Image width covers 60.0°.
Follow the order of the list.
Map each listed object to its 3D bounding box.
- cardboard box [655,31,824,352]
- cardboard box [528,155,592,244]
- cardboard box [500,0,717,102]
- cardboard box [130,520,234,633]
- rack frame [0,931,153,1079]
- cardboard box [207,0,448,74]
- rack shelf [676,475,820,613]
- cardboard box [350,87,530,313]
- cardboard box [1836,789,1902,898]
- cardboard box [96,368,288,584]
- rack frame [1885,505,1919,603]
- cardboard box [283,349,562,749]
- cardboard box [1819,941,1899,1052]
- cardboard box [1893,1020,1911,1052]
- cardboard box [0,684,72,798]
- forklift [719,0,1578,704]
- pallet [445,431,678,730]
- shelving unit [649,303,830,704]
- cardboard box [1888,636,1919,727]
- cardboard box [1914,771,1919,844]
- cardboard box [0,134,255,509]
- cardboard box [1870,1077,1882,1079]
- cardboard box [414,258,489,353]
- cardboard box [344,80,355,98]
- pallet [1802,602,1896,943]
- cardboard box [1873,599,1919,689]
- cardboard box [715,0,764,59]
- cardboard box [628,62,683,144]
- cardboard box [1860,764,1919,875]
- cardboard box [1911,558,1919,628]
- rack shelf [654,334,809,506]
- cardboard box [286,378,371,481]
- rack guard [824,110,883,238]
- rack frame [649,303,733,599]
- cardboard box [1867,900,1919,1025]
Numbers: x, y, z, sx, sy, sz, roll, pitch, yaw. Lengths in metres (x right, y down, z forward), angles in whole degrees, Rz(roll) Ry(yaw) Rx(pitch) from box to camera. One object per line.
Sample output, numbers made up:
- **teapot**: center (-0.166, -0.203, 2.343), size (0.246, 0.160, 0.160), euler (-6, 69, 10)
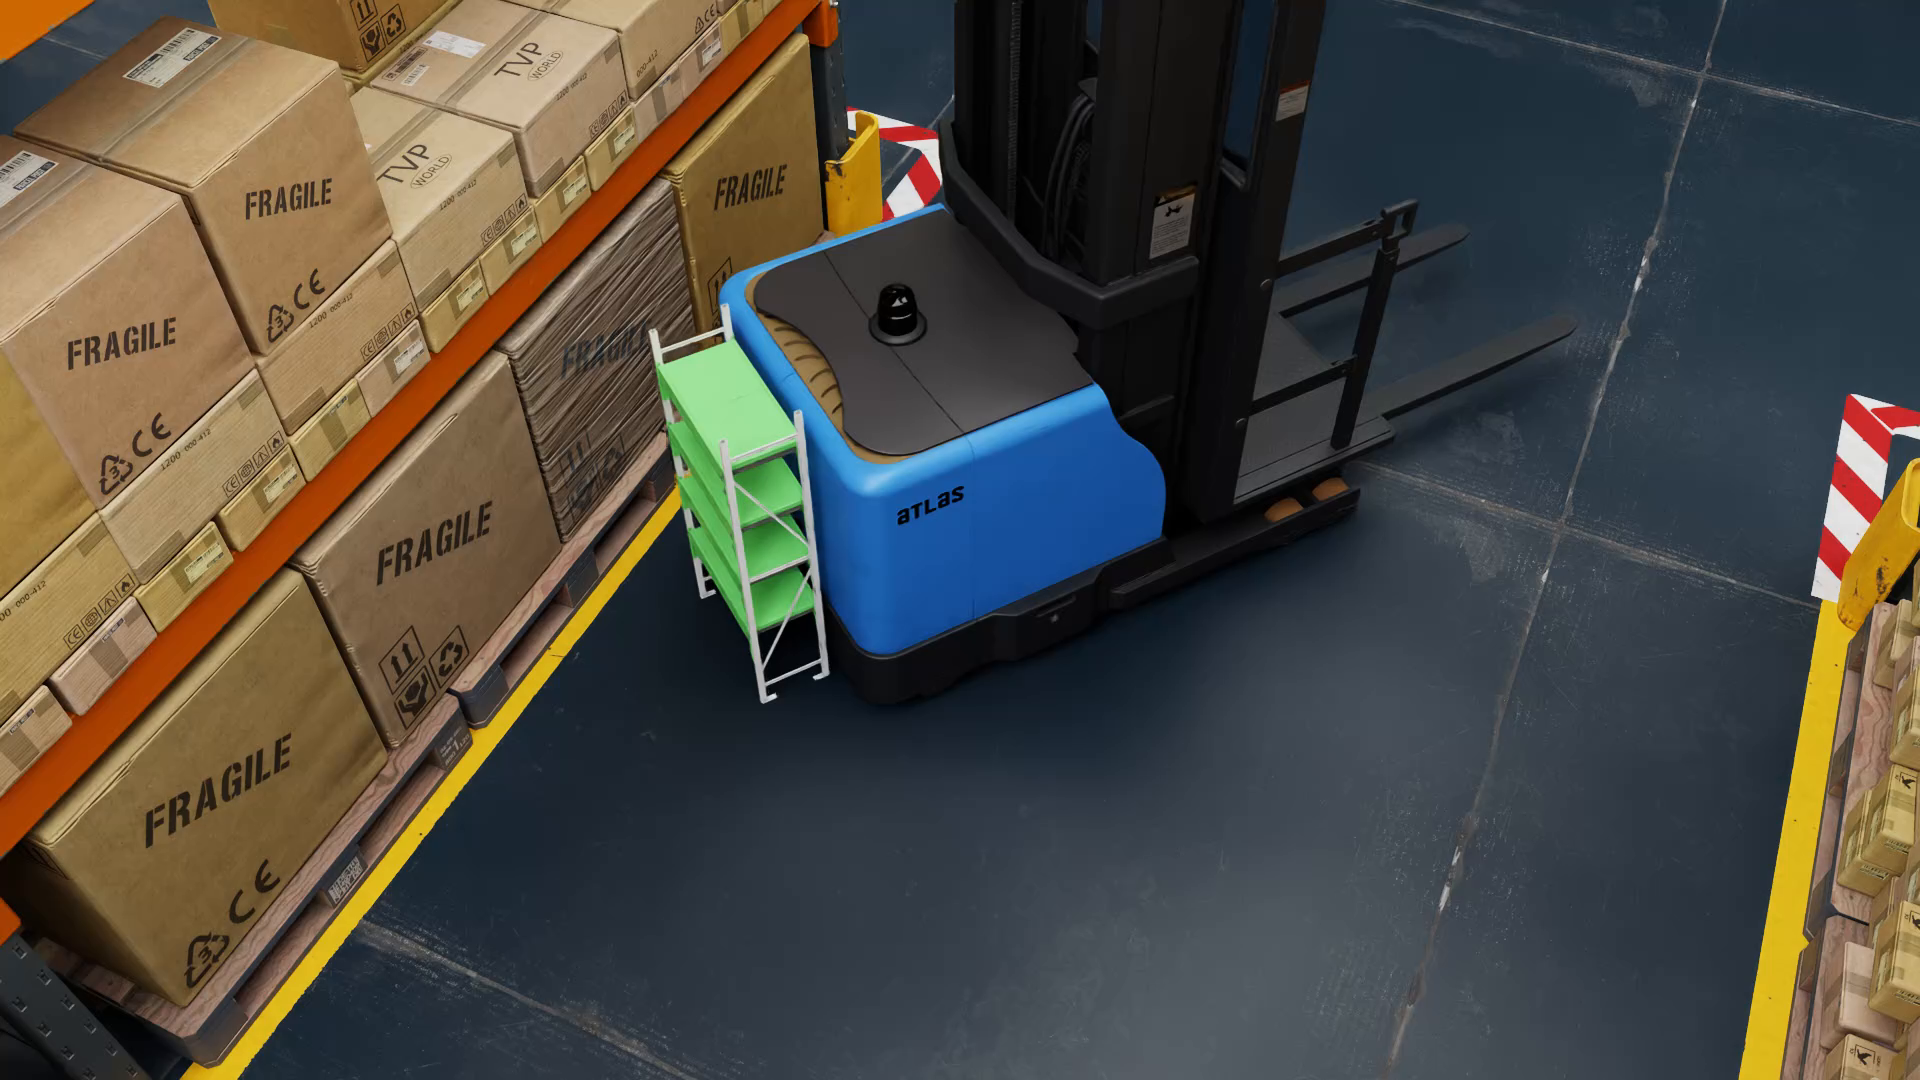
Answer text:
- **cardboard box**: center (-1.108, -1.335, 6.036), size (0.875, 0.875, 0.875), euler (20, 52, 16)
- **cardboard box**: center (-1.307, -1.038, 4.829), size (0.380, 0.149, 0.250), euler (20, 52, 16)
- **cardboard box**: center (-1.092, -1.633, 5.073), size (0.500, 0.250, 0.500), euler (19, 52, 15)
- **cardboard box**: center (-1.965, 0.023, 3.926), size (0.380, 0.149, 0.250), euler (21, 53, 17)
- **rack frame**: center (-2.613, 0.401, 3.439), size (0.949, 2.616, 0.053), euler (20, 52, 16)
- **cardboard box**: center (-1.786, -1.700, 4.637), size (0.500, 0.500, 0.500), euler (19, 52, 15)
- **rack shelf**: center (-0.648, -0.035, 5.076), size (0.258, 0.148, 0.480), euler (-23, 53, -18)
- **cardboard box**: center (-1.528, -0.923, 4.469), size (0.500, 0.250, 0.500), euler (20, 52, 16)
- **cardboard box**: center (2.675, 0.894, 4.616), size (0.380, 0.149, 0.250), euler (20, 53, 17)
- **cardboard box**: center (-1.962, -0.227, 3.877), size (0.500, 0.250, 0.500), euler (20, 52, 16)
- **rack frame**: center (3.534, -0.671, 4.352), size (1.000, 3.000, 0.127), euler (20, 52, 16)
- **cardboard box**: center (-1.877, -0.096, 4.981), size (0.875, 0.875, 0.875), euler (20, 52, 16)
- **cardboard box**: center (2.467, 1.244, 4.318), size (0.380, 0.149, 0.250), euler (17, 52, 14)
- **cardboard box**: center (2.572, 1.220, 4.143), size (0.380, 0.149, 0.250), euler (22, 53, 18)
- **cardboard box**: center (-2.189, 0.386, 3.617), size (0.380, 0.149, 0.250), euler (20, 52, 16)
- **forklift**: center (0.797, -1.265, 4.901), size (3.031, 2.935, 1.130), euler (-23, 53, -18)
- **pallet**: center (-1.701, -0.038, 5.644), size (1.003, 0.211, 1.213), euler (20, 52, 16)
- **shelving unit**: center (-0.648, -0.076, 5.027), size (0.258, 1.200, 0.503), euler (-23, 53, -18)
- **cardboard box**: center (2.910, 0.468, 4.783), size (0.380, 0.149, 0.250), euler (20, 52, 16)
- **cardboard box**: center (2.739, 0.733, 4.363), size (0.380, 0.149, 0.250), euler (17, 52, 14)
- **cardboard box**: center (-1.963, -0.474, 3.595), size (0.500, 0.500, 0.500), euler (20, 52, 16)
- **cardboard box**: center (2.233, 1.427, 3.772), size (0.380, 0.149, 0.250), euler (18, 52, 15)
- **cardboard box**: center (-1.525, -0.688, 4.531), size (0.380, 0.149, 0.250), euler (18, 52, 15)
- **cardboard box**: center (-2.009, -1.094, 4.614), size (0.500, 0.250, 0.500), euler (19, 52, 15)
- **pallet**: center (3.122, 0.833, 4.903), size (1.003, 0.211, 1.213), euler (20, 52, 16)
- **cardboard box**: center (3.021, 0.373, 5.059), size (0.380, 0.149, 0.250), euler (21, 53, 17)
- **cardboard box**: center (-0.871, -1.741, 5.427), size (0.380, 0.149, 0.250), euler (20, 53, 16)
- **cardboard box**: center (-1.088, -1.396, 5.134), size (0.380, 0.149, 0.250), euler (21, 53, 17)
- **cardboard box**: center (2.678, 0.806, 4.495), size (0.380, 0.149, 0.250), euler (21, 53, 17)
- **cardboard box**: center (3.003, 0.174, 4.838), size (0.380, 0.149, 0.250), euler (18, 52, 14)
- **rack shelf**: center (-0.649, -0.346, 4.710), size (0.258, 0.148, 0.480), euler (-23, 53, -18)
- **cardboard box**: center (-1.745, -0.335, 4.230), size (0.380, 0.149, 0.250), euler (19, 52, 16)
- **rack guard**: center (-0.897, -1.561, 6.750), size (1.175, 0.500, 0.348), euler (20, 52, 16)
- **rack frame**: center (-0.766, -0.239, 5.165), size (0.240, 1.200, 0.015), euler (-23, 53, -18)
- **cardboard box**: center (2.459, 1.087, 4.061), size (0.380, 0.149, 0.250), euler (21, 53, 17)
